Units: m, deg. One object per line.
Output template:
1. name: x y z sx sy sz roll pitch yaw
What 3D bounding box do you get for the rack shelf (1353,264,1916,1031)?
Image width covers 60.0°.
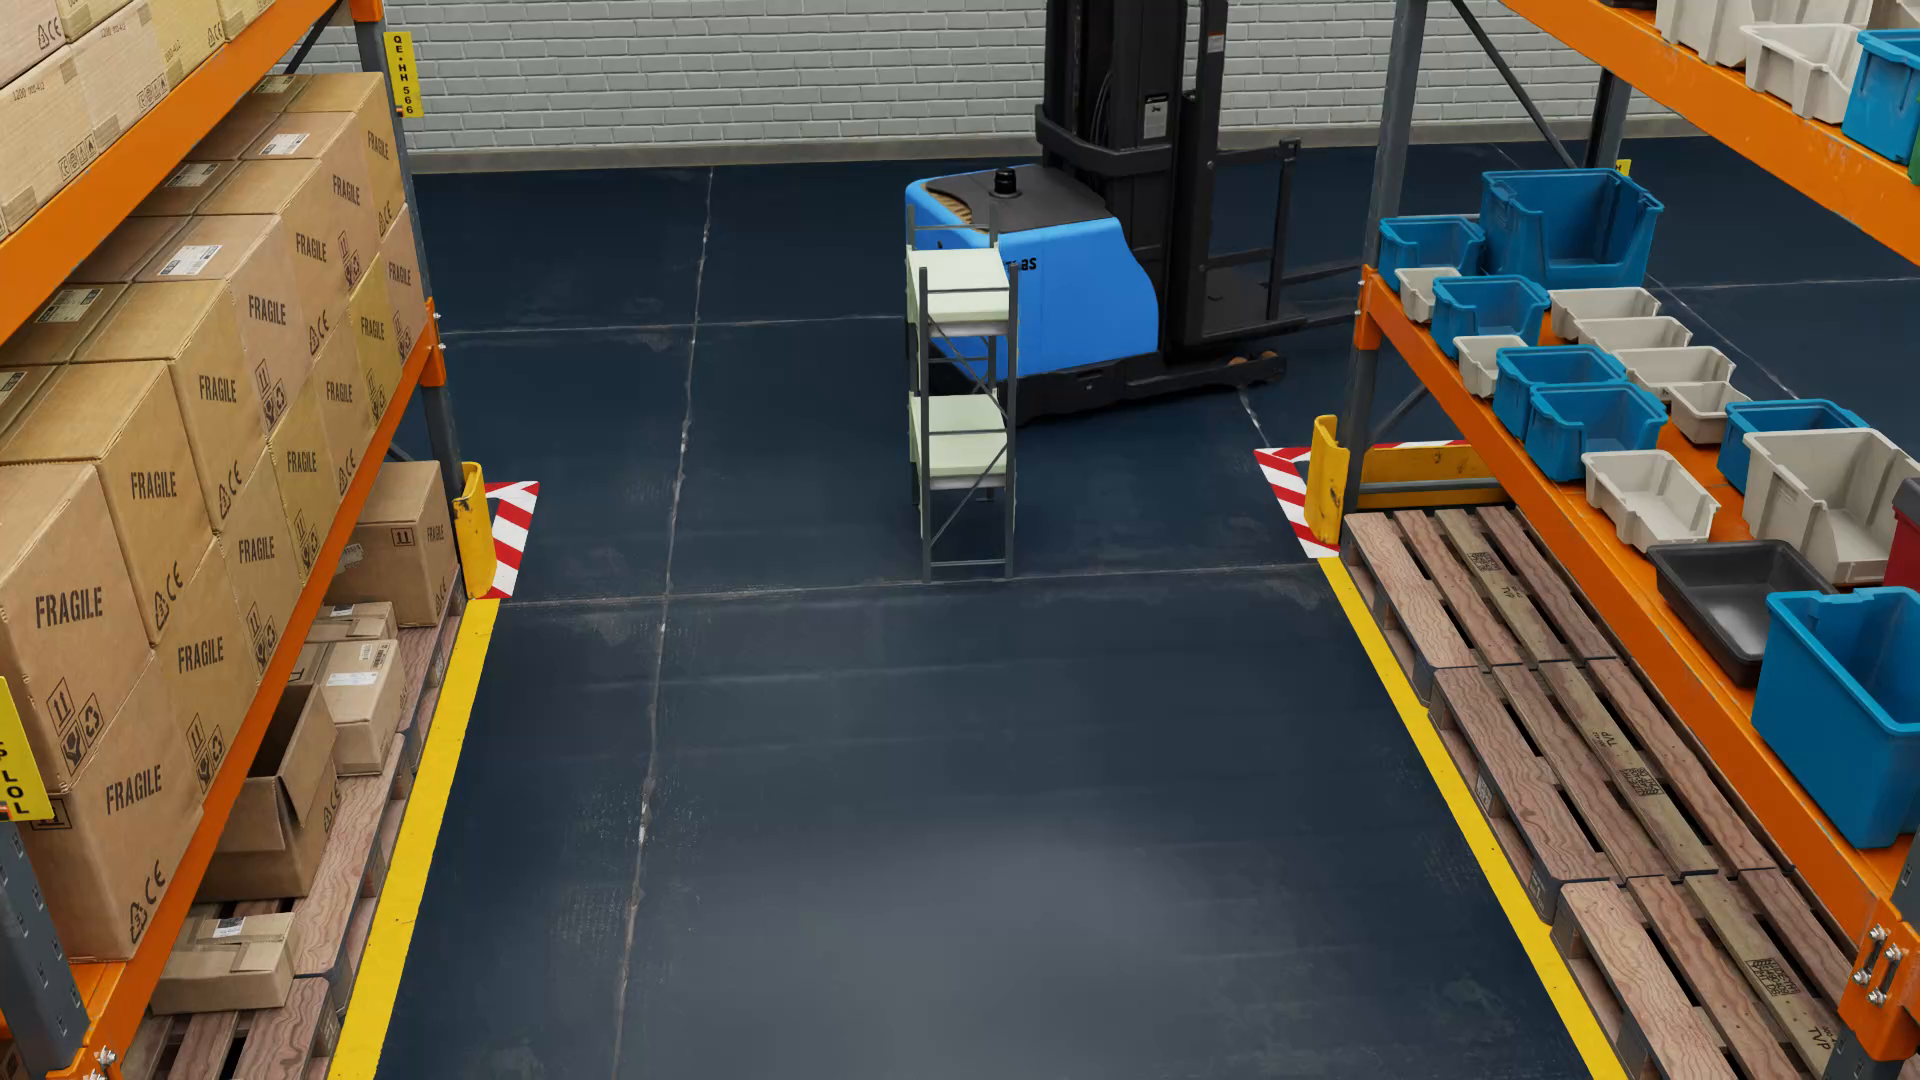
1. rack shelf: 2.436 -0.036 5.586 1.077 0.370 4.000 -3 31 -5

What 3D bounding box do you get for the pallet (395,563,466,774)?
1. pallet: -2.601 0.513 6.686 1.003 0.211 1.213 -3 31 -5

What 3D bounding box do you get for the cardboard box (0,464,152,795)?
1. cardboard box: -2.073 0.186 3.441 0.500 0.500 0.500 -2 31 -3

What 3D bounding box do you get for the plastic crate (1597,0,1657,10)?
1. plastic crate: 2.118 -1.833 5.030 0.504 0.338 0.767 -3 31 -5

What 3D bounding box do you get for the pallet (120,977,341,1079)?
1. pallet: -2.373 1.759 4.600 1.003 0.211 1.213 -3 31 -5

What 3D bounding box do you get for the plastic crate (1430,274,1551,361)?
1. plastic crate: 2.006 -0.841 6.338 0.416 0.233 0.300 -3 31 -5

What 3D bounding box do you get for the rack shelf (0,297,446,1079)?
1. rack shelf: -2.496 0.200 5.192 1.077 0.370 4.000 -3 31 -5

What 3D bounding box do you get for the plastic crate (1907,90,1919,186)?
1. plastic crate: 2.282 -0.722 3.315 0.450 0.188 0.662 -3 31 -5

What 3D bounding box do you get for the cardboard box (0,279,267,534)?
1. cardboard box: -2.170 -0.340 4.322 0.500 0.500 0.500 -4 31 -6

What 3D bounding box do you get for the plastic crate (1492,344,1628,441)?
1. plastic crate: 2.067 -0.505 5.776 0.416 0.233 0.300 -3 31 -5

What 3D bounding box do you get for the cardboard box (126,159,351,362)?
1. cardboard box: -2.267 -0.866 5.202 0.500 0.500 0.500 -2 31 -3

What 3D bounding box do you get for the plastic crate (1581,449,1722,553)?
1. plastic crate: 2.161 -0.111 5.209 0.293 0.136 0.466 -3 31 -5

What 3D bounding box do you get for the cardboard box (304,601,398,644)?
1. cardboard box: -2.439 0.374 6.532 0.380 0.166 0.250 -3 31 -5

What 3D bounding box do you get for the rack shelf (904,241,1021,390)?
1. rack shelf: 0.001 -0.976 7.160 0.431 0.370 0.720 -3 31 -5

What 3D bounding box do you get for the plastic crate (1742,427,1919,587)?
1. plastic crate: 2.663 -0.087 5.027 0.437 0.282 0.530 -3 31 -5

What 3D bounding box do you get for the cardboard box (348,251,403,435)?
1. cardboard box: -2.318 -0.693 5.887 0.500 0.500 0.500 -2 31 -4

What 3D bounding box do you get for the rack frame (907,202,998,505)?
1. rack frame: -0.034 -0.827 7.673 0.400 1.500 0.023 -3 31 -5

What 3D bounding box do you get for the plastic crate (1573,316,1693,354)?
1. plastic crate: 2.518 -0.722 6.232 0.396 0.136 0.243 -3 31 -5

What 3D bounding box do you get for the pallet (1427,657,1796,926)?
1. pallet: 2.398 0.876 6.078 1.003 0.211 1.213 -3 31 -5

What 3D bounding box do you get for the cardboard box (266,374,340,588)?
1. cardboard box: -2.230 -0.180 5.030 0.500 0.500 0.500 -3 31 -5

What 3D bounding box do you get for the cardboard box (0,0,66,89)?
1. cardboard box: -2.156 -1.041 3.302 0.500 0.250 0.500 -3 31 -5

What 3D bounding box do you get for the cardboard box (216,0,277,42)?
1. cardboard box: -2.277 -1.593 4.714 0.500 0.250 0.500 -3 31 -5

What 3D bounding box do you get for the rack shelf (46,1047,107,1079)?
1. rack shelf: -2.123 2.242 1.773 1.077 0.370 4.000 -3 31 -5

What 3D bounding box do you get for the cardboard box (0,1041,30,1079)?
1. cardboard box: -2.645 1.519 4.290 0.500 0.500 0.500 -3 31 -5

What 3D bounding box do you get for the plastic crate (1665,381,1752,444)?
1. plastic crate: 2.614 -0.430 5.744 0.298 0.136 0.250 -3 31 -5

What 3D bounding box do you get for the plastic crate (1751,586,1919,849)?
1. plastic crate: 2.239 0.436 4.052 0.392 0.384 0.575 -3 31 -5

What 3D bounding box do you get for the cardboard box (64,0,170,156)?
1. cardboard box: -2.197 -1.082 3.858 0.500 0.250 0.500 -3 31 -5

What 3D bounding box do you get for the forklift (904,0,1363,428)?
1. forklift: 1.256 -2.328 8.789 3.031 2.935 1.130 -13 33 -20

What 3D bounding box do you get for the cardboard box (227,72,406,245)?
1. cardboard box: -2.368 -1.388 6.076 0.500 0.500 0.500 -3 31 -5

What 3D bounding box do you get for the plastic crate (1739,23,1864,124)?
1. plastic crate: 2.125 -1.129 4.047 0.293 0.136 0.466 -3 31 -5

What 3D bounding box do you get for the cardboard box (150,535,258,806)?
1. cardboard box: -2.137 0.335 4.167 0.500 0.500 0.500 -2 31 -4

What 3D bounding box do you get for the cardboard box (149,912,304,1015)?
1. cardboard box: -2.224 1.274 5.026 0.380 0.166 0.250 -3 31 -5

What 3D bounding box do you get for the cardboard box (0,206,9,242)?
1. cardboard box: -2.109 -0.571 3.003 0.500 0.250 0.500 -3 31 -5

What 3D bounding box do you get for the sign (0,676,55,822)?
1. sign: -1.757 0.387 3.049 0.100 0.325 0.005 -3 31 -5

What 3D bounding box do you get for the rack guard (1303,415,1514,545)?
1. rack guard: 2.234 -0.304 7.772 1.175 0.500 0.348 -3 31 -5

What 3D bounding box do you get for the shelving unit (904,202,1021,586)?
1. shelving unit: 0.001 -0.640 7.360 0.431 1.500 0.755 -3 31 -5

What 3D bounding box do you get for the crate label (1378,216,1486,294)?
1. crate label: 1.944 -1.178 6.901 0.416 0.233 0.303 -3 31 -5

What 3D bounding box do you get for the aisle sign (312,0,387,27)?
1. aisle sign: -2.385 -2.296 6.133 0.394 0.787 0.004 -3 31 -5

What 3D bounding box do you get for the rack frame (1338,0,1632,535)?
1. rack frame: 2.249 -1.366 7.111 1.000 3.000 0.127 -3 31 -5
